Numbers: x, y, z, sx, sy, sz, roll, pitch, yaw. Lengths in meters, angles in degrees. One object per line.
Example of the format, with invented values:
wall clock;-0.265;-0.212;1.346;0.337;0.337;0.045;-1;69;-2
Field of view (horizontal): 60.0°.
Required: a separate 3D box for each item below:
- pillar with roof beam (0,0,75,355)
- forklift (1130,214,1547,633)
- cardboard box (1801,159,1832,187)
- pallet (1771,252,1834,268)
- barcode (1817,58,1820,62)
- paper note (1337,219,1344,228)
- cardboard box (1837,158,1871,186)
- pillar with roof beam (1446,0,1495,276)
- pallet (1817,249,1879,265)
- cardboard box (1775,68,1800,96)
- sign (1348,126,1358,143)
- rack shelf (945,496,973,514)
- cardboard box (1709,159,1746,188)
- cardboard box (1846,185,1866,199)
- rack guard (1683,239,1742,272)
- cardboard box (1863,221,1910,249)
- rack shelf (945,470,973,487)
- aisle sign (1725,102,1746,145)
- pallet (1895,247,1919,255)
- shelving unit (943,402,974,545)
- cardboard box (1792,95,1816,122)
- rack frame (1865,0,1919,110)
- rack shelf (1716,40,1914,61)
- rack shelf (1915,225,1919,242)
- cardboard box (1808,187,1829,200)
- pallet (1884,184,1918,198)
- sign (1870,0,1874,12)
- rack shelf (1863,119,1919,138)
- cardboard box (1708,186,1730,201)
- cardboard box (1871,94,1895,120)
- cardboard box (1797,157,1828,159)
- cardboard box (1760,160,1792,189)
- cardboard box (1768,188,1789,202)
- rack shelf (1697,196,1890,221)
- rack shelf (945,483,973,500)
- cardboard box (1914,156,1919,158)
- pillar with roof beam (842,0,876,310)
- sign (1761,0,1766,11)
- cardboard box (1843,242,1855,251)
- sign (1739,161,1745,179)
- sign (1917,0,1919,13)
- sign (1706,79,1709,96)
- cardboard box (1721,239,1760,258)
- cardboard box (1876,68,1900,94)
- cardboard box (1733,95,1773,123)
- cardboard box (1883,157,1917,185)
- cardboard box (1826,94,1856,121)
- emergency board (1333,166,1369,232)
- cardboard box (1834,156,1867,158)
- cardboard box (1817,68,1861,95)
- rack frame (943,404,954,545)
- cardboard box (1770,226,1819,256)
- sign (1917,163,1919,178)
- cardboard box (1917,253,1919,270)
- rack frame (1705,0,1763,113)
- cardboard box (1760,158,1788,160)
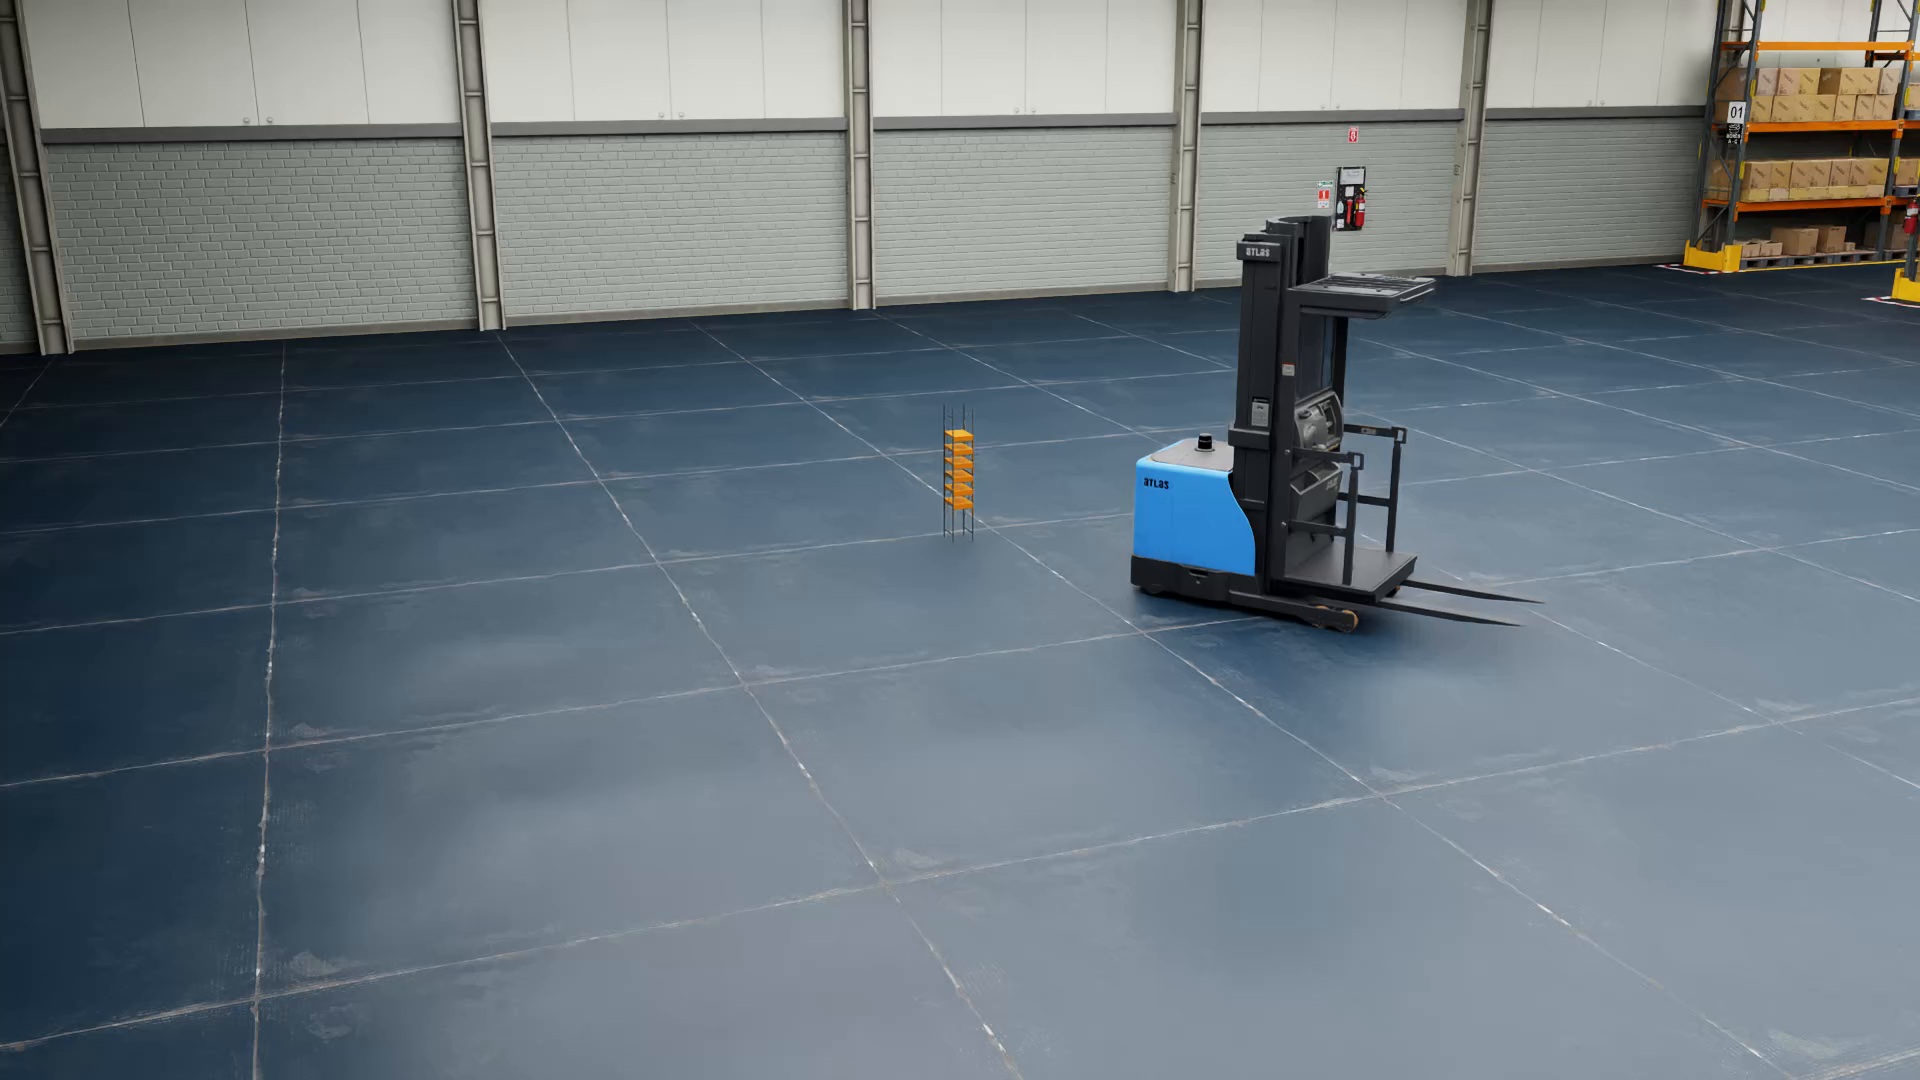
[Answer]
pillar with roof beam;-11.306;-5.852;18.557;0.400;9.000;9.100;-6;17;-20
forklift;2.875;-0.892;12.434;3.031;2.935;1.130;10;19;30
cardboard box;16.804;-7.252;32.871;0.500;0.500;0.500;-6;17;-18
pallet;16.803;-5.697;33.625;1.213;0.211;1.003;-6;17;-20
barcode;17.107;-9.560;33.134;0.075;0.075;0.001;-6;17;-20
paper note;7.053;-5.865;30.810;0.142;0.148;0.016;-6;17;-20
cardboard box;17.764;-7.353;33.213;0.500;0.500;0.500;-6;17;-20
pillar with roof beam;11.105;-8.272;26.796;0.400;9.000;9.100;-6;17;-20
pallet;17.944;-5.821;34.047;1.213;0.211;1.003;-6;17;-20
cardboard box;15.756;-8.822;32.005;0.500;0.500;0.500;-6;18;-21
sign;7.200;-7.425;30.444;0.199;0.298;0.001;-6;17;-20
rack shelf;-0.014;-0.301;14.504;0.180;0.103;0.258;-6;17;-20
cardboard box;15.187;-7.234;32.808;0.500;0.500;0.500;-6;18;-21
cardboard box;17.756;-6.998;33.337;0.500;0.250;0.500;-6;17;-20
rack guard;14.894;-5.641;32.922;0.348;0.500;1.175;-6;17;-20
cardboard box;19.240;-6.327;34.475;0.500;0.500;0.700;-6;17;-18
rack shelf;-0.014;-0.532;14.437;0.180;0.103;0.258;-6;17;-20
aisle sign;14.863;-7.994;31.884;0.004;0.787;0.394;-6;17;-20
pallet;20.426;-6.101;35.001;1.213;0.211;1.003;-6;17;-20
shelving unit;-0.014;-0.574;14.424;0.189;1.200;0.258;-6;17;-20
cardboard box;16.223;-8.396;32.329;0.500;0.500;0.500;-5;17;-18
rack frame;18.558;-10.115;33.071;0.127;3.000;1.000;-6;17;-20
rack shelf;16.691;-9.566;32.487;4.000;0.370;1.077;-6;17;-20
rack shelf;18.467;-5.387;28.894;4.000;0.370;1.077;-6;17;-20
cardboard box;16.823;-6.893;32.977;0.500;0.250;0.500;-6;17;-20
pallet;19.324;-7.183;34.076;1.213;0.211;1.003;-6;17;-20
sign;18.354;-10.784;33.413;0.005;0.325;0.100;-6;17;-20
rack shelf;20.426;-8.532;34.282;4.000;0.370;1.077;-6;17;-20
cardboard box;15.190;-6.869;32.896;0.500;0.250;0.500;-6;17;-19
cardboard box;18.173;-8.617;33.081;0.500;0.500;0.500;-6;17;-19
cardboard box;17.093;-7.441;33.515;0.500;0.500;0.500;-6;17;-19
cardboard box;15.842;-7.147;32.511;0.500;0.500;0.500;-6;17;-20
cardboard box;15.872;-6.792;32.636;0.500;0.250;0.500;-7;18;-22
rack shelf;16.691;-6.690;33.331;4.000;0.370;1.077;-6;17;-20
rack shelf;-0.014;-0.416;14.471;0.180;0.103;0.258;-6;17;-20
cardboard box;20.174;-7.667;34.424;0.500;0.500;0.700;-4;17;-12
pillar with roof beam;-0.100;-7.062;22.676;0.400;9.000;9.100;-6;17;-20
sign;15.017;-10.055;31.069;0.005;0.325;0.100;-6;17;-20
cardboard box;18.070;-6.026;34.043;0.250;0.166;0.380;-9;18;-27
sign;15.018;-7.106;31.935;0.005;0.325;0.100;-6;17;-20
sign;18.735;-10.456;32.436;0.005;0.325;0.100;-6;17;-20
sign;14.643;-8.845;32.500;0.005;0.325;0.100;-6;17;-20
cardboard box;15.501;-5.800;33.017;0.500;0.311;0.500;-8;18;-26
cardboard box;18.188;-9.091;32.921;0.500;0.500;0.500;-8;18;-25
cardboard box;15.225;-8.298;31.995;0.500;0.500;0.500;-6;17;-19
cardboard box;19.046;-7.538;33.985;0.500;0.500;0.700;-6;17;-20
cardboard box;17.195;-8.504;32.696;0.500;0.500;0.500;-7;18;-22
emergency board;7.243;-6.287;30.685;0.643;1.169;0.194;-6;17;-20
cardboard box;18.045;-7.541;33.855;0.500;0.500;0.500;-7;18;-21
cardboard box;17.196;-8.978;32.535;0.500;0.500;0.500;-7;18;-22
rack frame;-0.099;-0.565;14.393;0.006;1.200;0.240;-6;17;-20
cardboard box;16.737;-6.009;33.393;0.500;0.500;0.700;-7;18;-24
sign;16.418;-6.343;28.401;0.005;0.325;0.100;-6;17;-20
cardboard box;16.994;-4.904;28.780;0.500;0.500;0.500;-6;17;-20
rack frame;14.823;-9.712;31.698;0.127;3.000;1.000;-6;17;-20
cardboard box;16.142;-7.335;33.154;0.500;0.500;0.500;-7;18;-22
